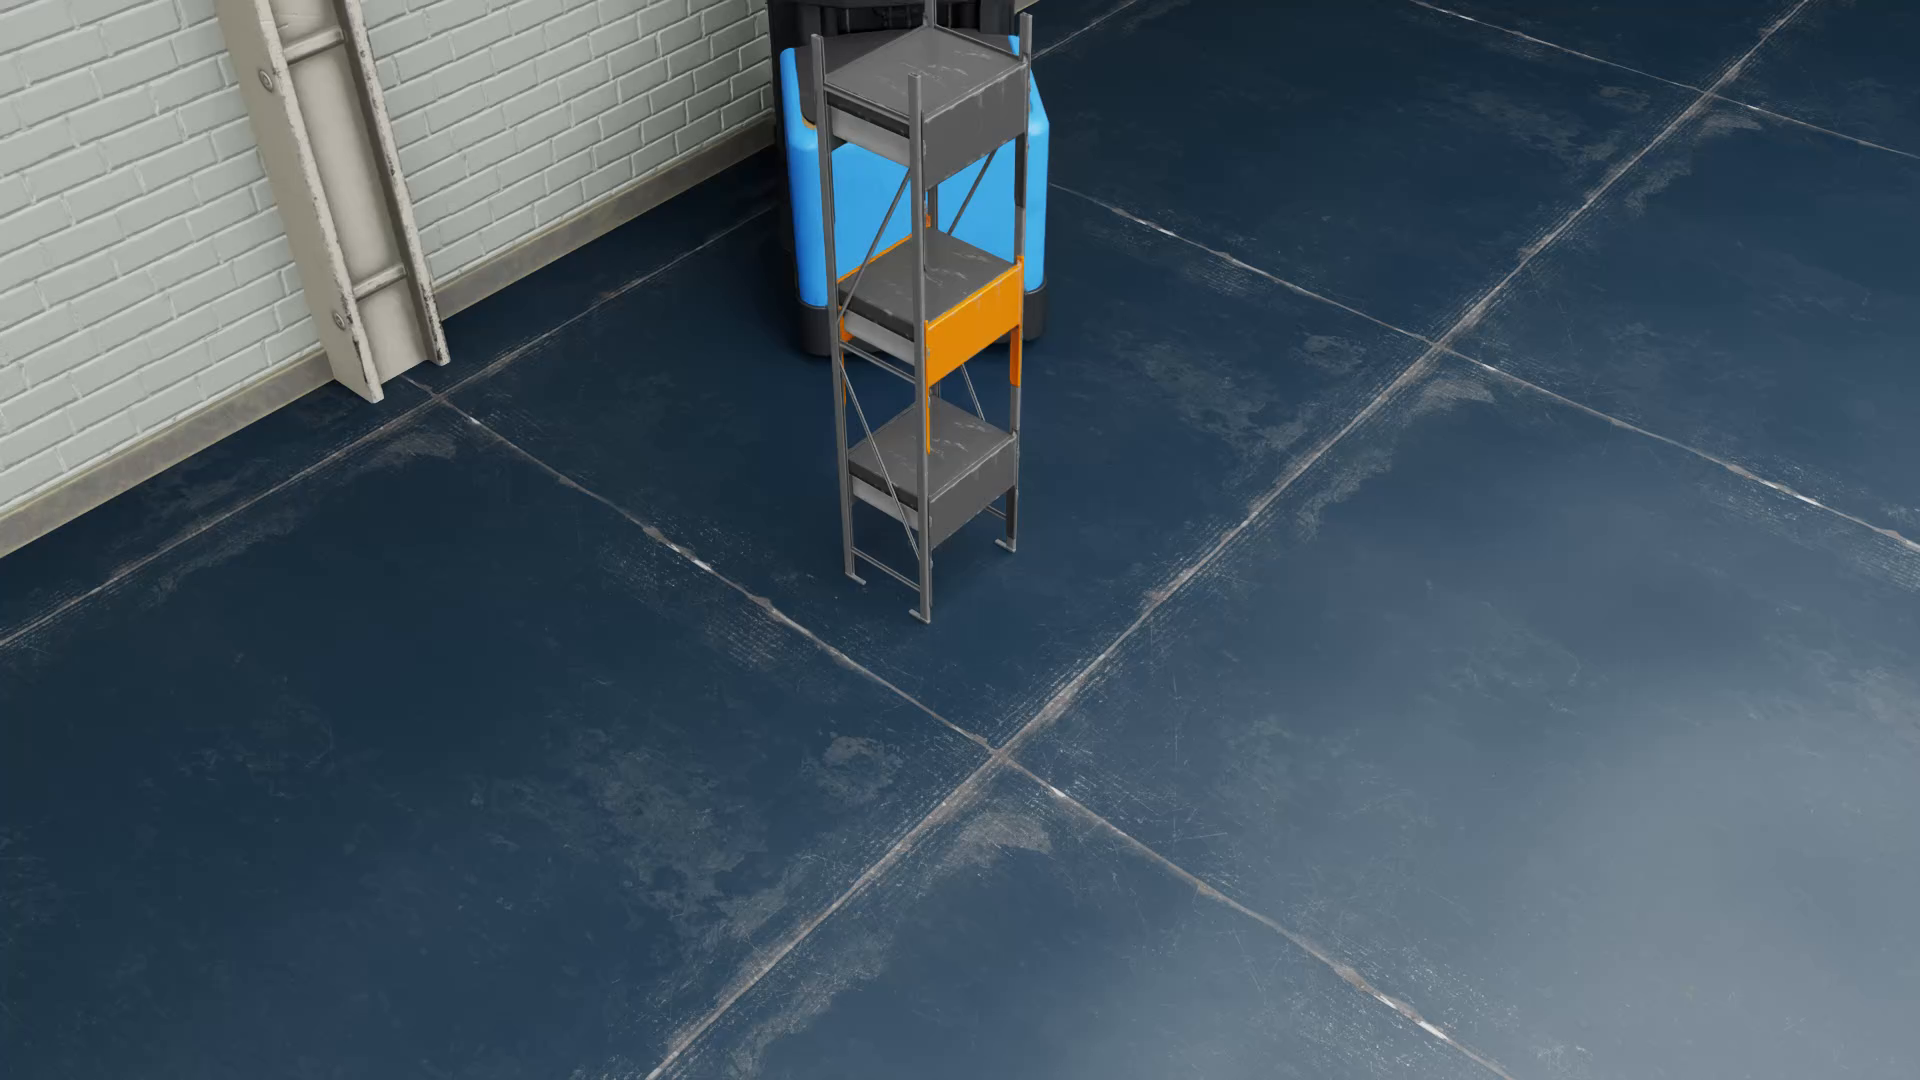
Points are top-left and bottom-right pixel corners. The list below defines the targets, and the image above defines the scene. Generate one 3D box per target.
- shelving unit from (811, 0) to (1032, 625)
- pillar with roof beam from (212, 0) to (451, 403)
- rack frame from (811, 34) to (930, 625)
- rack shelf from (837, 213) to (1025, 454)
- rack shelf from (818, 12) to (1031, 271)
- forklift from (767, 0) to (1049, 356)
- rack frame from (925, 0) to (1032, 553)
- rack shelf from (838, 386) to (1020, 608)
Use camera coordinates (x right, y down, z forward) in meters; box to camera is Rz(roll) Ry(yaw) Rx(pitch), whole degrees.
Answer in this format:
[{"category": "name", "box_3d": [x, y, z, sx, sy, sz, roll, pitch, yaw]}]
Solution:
[{"category": "shelving unit", "box_3d": [-0.107, -0.692, 5.450, 0.431, 2.100, 0.503, 29, 50, 28]}, {"category": "pillar with roof beam", "box_3d": [0.882, -2.196, 1.976, 9.100, 9.000, 0.400, 29, 50, 28]}, {"category": "rack frame", "box_3d": [-0.264, -0.566, 5.312, 0.400, 2.100, 0.015, 29, 50, 28]}, {"category": "rack shelf", "box_3d": [-0.107, -0.682, 5.459, 0.431, 0.518, 0.480, 29, 50, 28]}, {"category": "rack shelf", "box_3d": [-0.107, -1.199, 4.988, 0.431, 0.518, 0.480, 29, 50, 28]}, {"category": "forklift", "box_3d": [-0.335, -2.851, 7.207, 1.130, 2.935, 3.031, -5, 43, -5]}, {"category": "rack frame", "box_3d": [0.050, -0.817, 5.588, 0.400, 2.100, 0.015, 29, 50, 28]}, {"category": "rack shelf", "box_3d": [-0.107, -0.164, 5.930, 0.431, 0.518, 0.480, 29, 50, 28]}]
